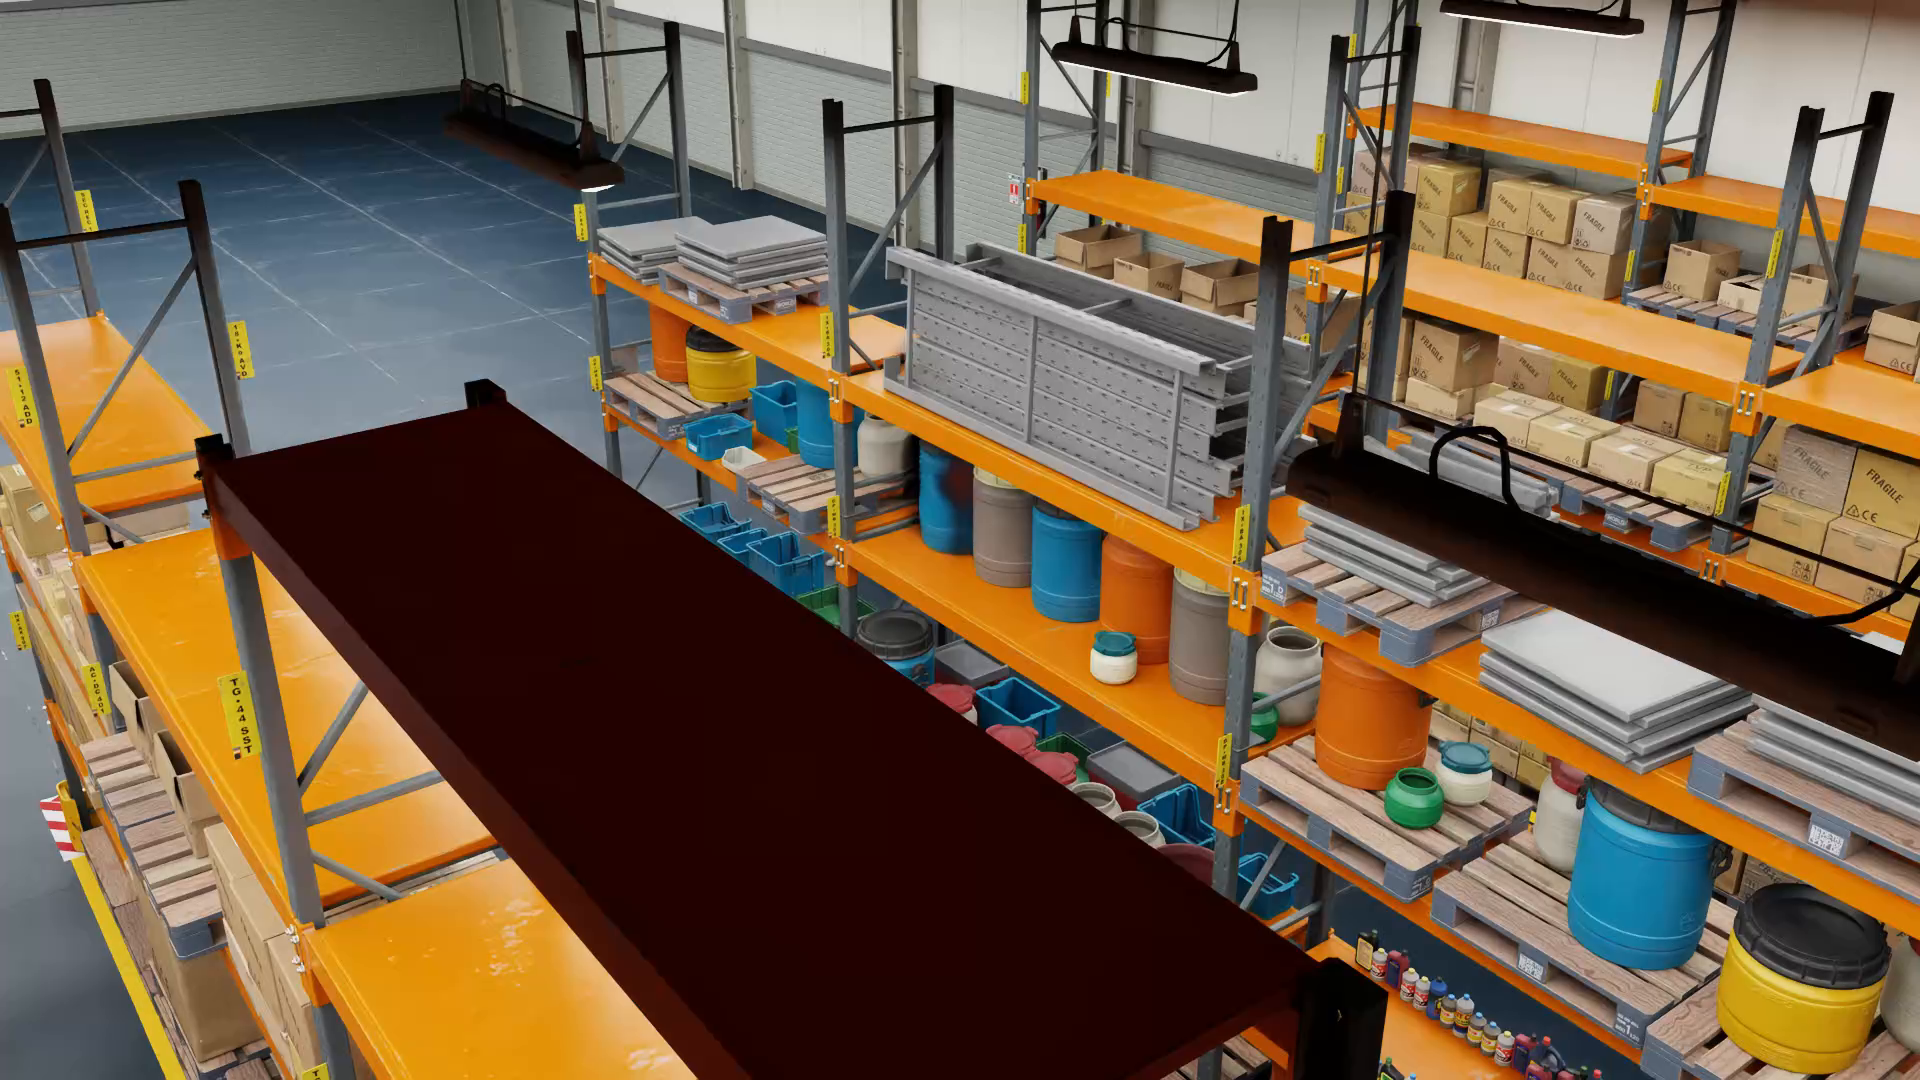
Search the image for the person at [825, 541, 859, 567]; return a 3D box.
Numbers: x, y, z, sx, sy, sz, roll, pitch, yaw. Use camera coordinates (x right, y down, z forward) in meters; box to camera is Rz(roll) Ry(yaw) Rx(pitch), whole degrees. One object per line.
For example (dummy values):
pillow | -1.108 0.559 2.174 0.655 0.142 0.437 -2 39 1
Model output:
person | -1.272 -0.521 18.013 0.417 1.793 0.661 -17 30 -32
